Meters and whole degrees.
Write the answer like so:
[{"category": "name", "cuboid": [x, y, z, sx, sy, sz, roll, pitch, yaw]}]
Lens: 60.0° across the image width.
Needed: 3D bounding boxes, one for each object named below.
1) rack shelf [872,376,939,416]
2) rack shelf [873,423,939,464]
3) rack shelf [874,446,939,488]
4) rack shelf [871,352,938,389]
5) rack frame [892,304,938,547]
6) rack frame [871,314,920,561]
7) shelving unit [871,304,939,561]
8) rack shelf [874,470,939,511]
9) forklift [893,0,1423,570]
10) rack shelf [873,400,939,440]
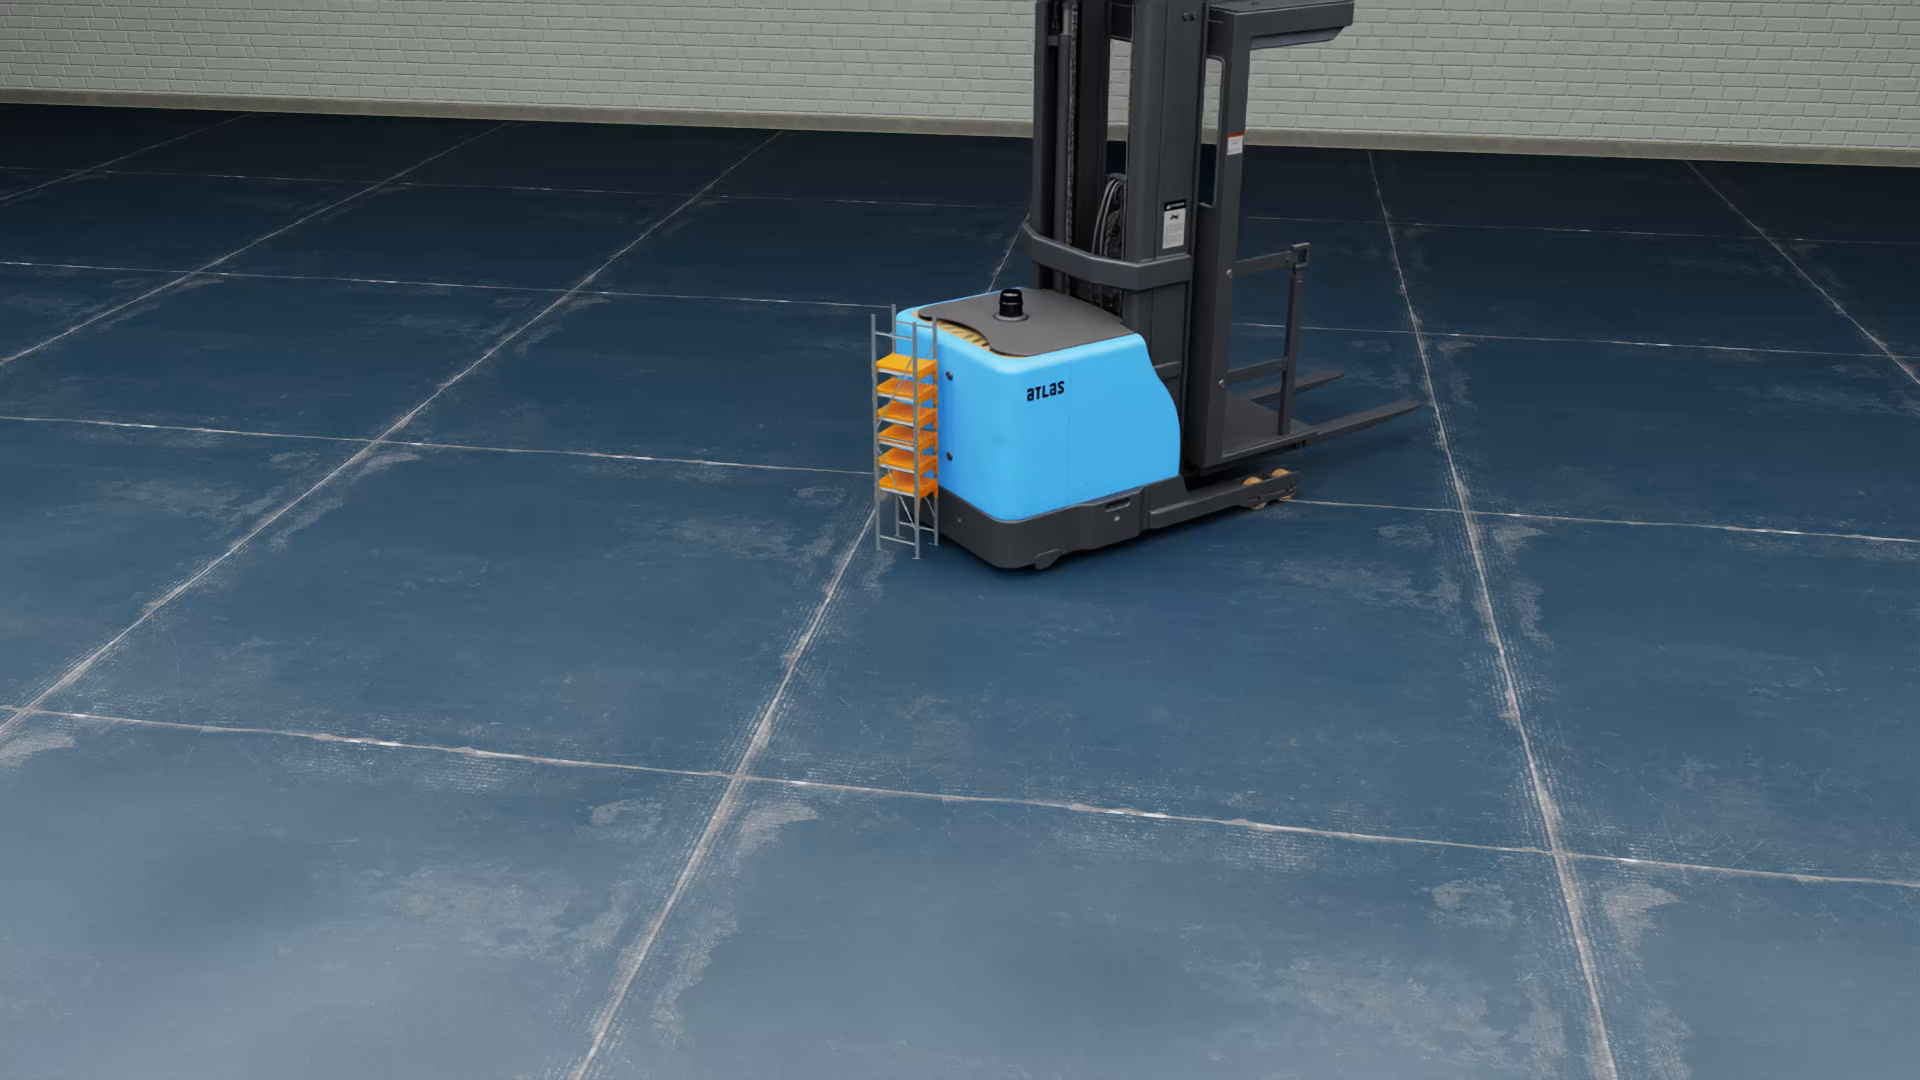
[{"category": "rack shelf", "cuboid": [-0.257, -0.679, 7.823, 0.258, 0.103, 0.180, 13, 28, 26]}, {"category": "rack shelf", "cuboid": [-0.257, -0.461, 7.925, 0.258, 0.103, 0.180, 13, 28, 26]}, {"category": "rack shelf", "cuboid": [-0.257, -0.353, 7.976, 0.258, 0.103, 0.180, 13, 28, 26]}, {"category": "rack shelf", "cuboid": [-0.257, -0.787, 7.773, 0.258, 0.103, 0.180, 13, 28, 26]}, {"category": "rack frame", "cuboid": [-0.213, -0.536, 7.979, 0.240, 1.200, 0.006, 13, 28, 26]}, {"category": "rack frame", "cuboid": [-0.302, -0.468, 7.834, 0.240, 1.200, 0.006, 13, 28, 26]}, {"category": "shelving unit", "cuboid": [-0.257, -0.502, 7.906, 0.258, 1.200, 0.189, 13, 28, 26]}, {"category": "rack shelf", "cuboid": [-0.257, -0.244, 8.027, 0.258, 0.103, 0.180, 13, 28, 26]}, {"category": "forklift", "cuboid": [1.168, -1.653, 8.324, 3.031, 2.935, 1.130, -16, 29, -30]}, {"category": "rack shelf", "cuboid": [-0.257, -0.570, 7.874, 0.258, 0.103, 0.180, 13, 28, 26]}]
